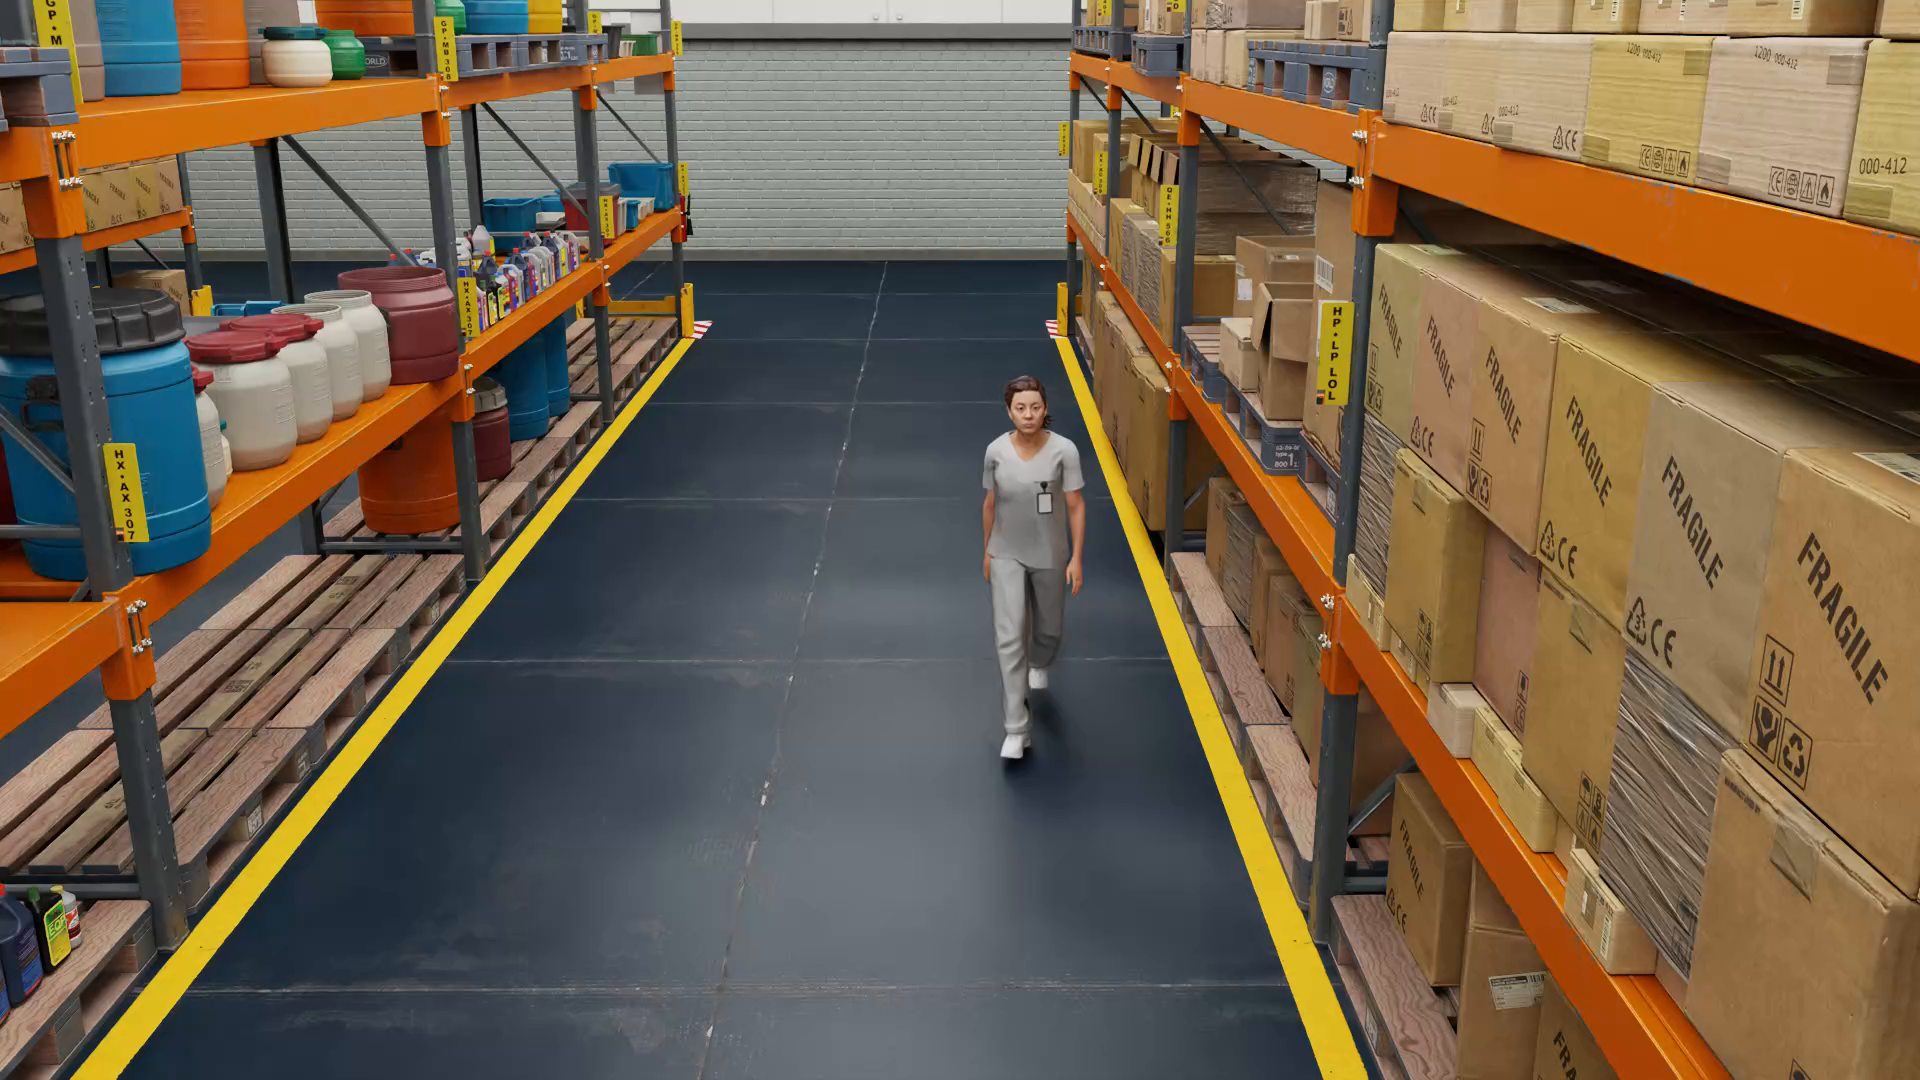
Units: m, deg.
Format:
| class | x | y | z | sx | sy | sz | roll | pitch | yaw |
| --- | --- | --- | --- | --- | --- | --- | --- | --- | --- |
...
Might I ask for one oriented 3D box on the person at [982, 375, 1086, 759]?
| class | x | y | z | sx | sy | sz | roll | pitch | yaw |
| --- | --- | --- | --- | --- | --- | --- | --- | --- | --- |
| person | 0.324 | 0.061 | 7.363 | 0.455 | 1.628 | 0.978 | 1 | 17 | 4 |
